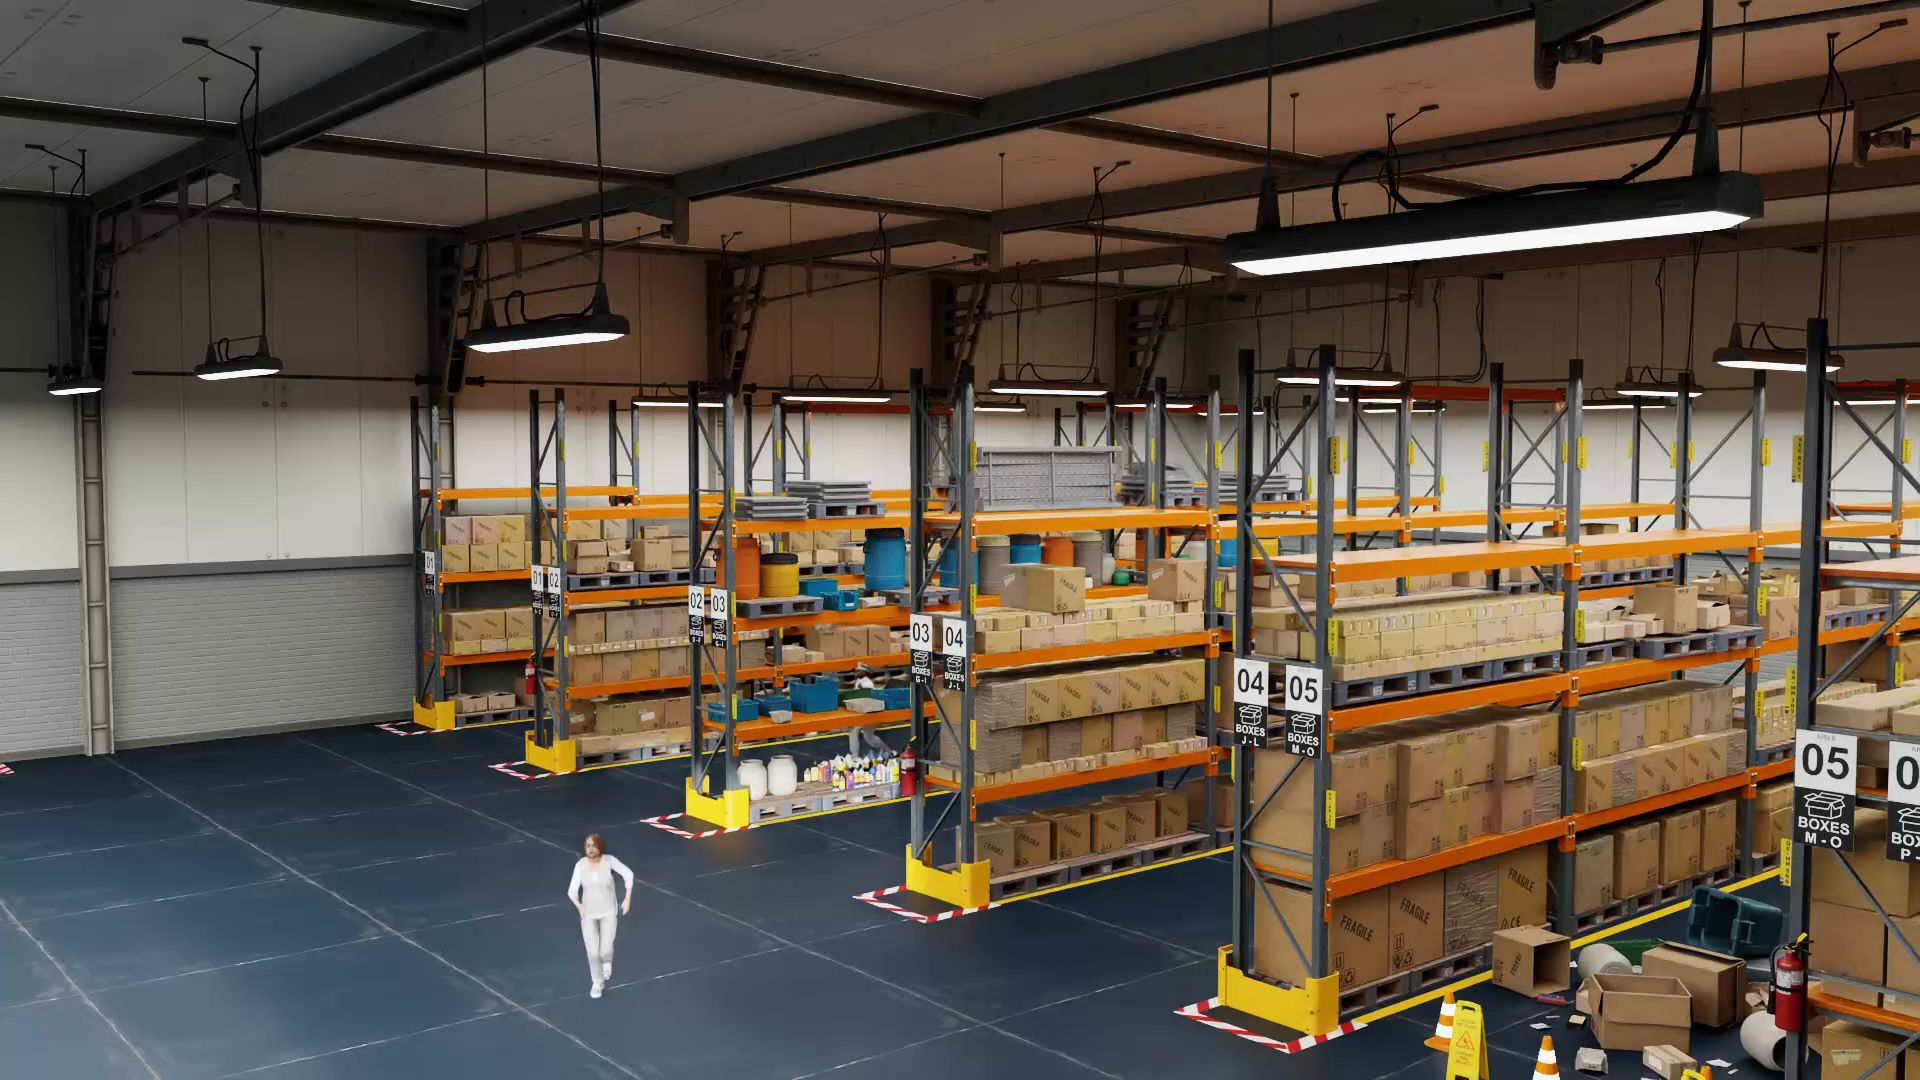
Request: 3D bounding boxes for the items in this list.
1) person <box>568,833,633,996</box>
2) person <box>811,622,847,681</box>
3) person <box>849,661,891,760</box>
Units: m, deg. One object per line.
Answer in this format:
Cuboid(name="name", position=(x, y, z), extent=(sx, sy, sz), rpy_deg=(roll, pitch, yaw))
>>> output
Cuboid(name="person", position=(-3.331, 3.483, 15.377), extent=(0.573, 1.557, 0.618), rpy_deg=(0, 3, -3))
Cuboid(name="person", position=(-2.652, 2.050, 32.788), extent=(0.669, 1.817, 0.847), rpy_deg=(2, 4, 34))
Cuboid(name="person", position=(-1.484, 2.772, 26.289), extent=(0.834, 1.714, 0.566), rpy_deg=(-2, 4, -33))
